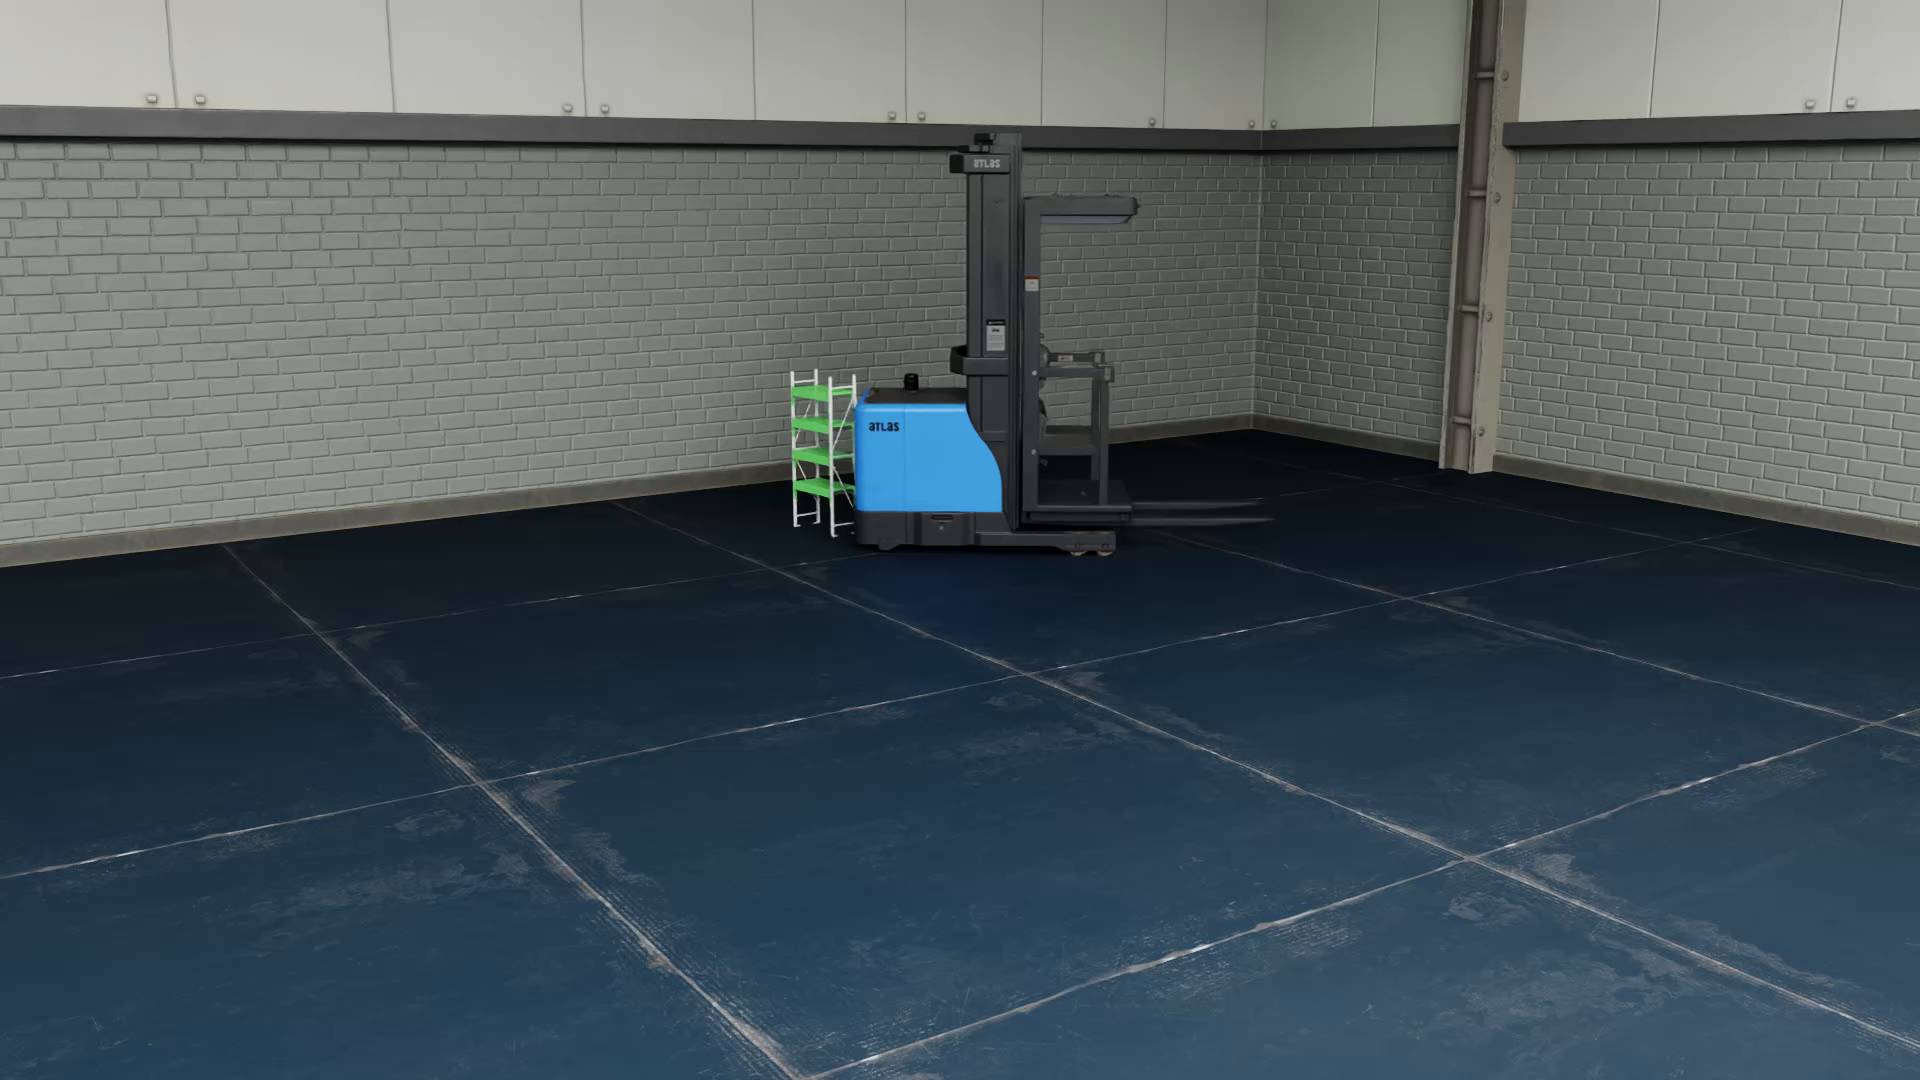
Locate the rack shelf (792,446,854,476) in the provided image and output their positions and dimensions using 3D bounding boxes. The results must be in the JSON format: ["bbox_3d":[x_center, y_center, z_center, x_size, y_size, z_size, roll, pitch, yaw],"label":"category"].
[{"bbox_3d":[-1.029,-0.602,12.607,0.258,0.148,0.480,-10,16,-39],"label":"rack shelf"}]

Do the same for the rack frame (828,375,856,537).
[{"bbox_3d":[-0.871,-0.625,12.412,0.240,1.200,0.015,-10,16,-39],"label":"rack frame"}]

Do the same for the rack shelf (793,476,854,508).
[{"bbox_3d":[-1.029,-0.368,12.659,0.258,0.148,0.480,-10,16,-39],"label":"rack shelf"}]

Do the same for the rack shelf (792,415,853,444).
[{"bbox_3d":[-1.029,-0.837,12.556,0.258,0.148,0.480,-10,16,-39],"label":"rack shelf"}]

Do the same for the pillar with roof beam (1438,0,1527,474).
[{"bbox_3d":[1.089,-4.541,12.061,9.100,9.000,0.400,-8,15,-33],"label":"pillar with roof beam"}]

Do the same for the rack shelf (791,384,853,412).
[{"bbox_3d":[-1.029,-1.071,12.505,0.258,0.148,0.480,-10,16,-39],"label":"rack shelf"}]

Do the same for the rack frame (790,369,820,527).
[{"bbox_3d":[-1.186,-0.705,12.776,0.240,1.200,0.015,-10,16,-39],"label":"rack frame"}]

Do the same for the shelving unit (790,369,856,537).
[{"bbox_3d":[-1.029,-0.665,12.594,0.258,1.200,0.503,-10,16,-39],"label":"shelving unit"}]

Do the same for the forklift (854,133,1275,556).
[{"bbox_3d":[0.759,-1.435,12.065,3.031,2.935,1.130,0,12,1],"label":"forklift"}]
